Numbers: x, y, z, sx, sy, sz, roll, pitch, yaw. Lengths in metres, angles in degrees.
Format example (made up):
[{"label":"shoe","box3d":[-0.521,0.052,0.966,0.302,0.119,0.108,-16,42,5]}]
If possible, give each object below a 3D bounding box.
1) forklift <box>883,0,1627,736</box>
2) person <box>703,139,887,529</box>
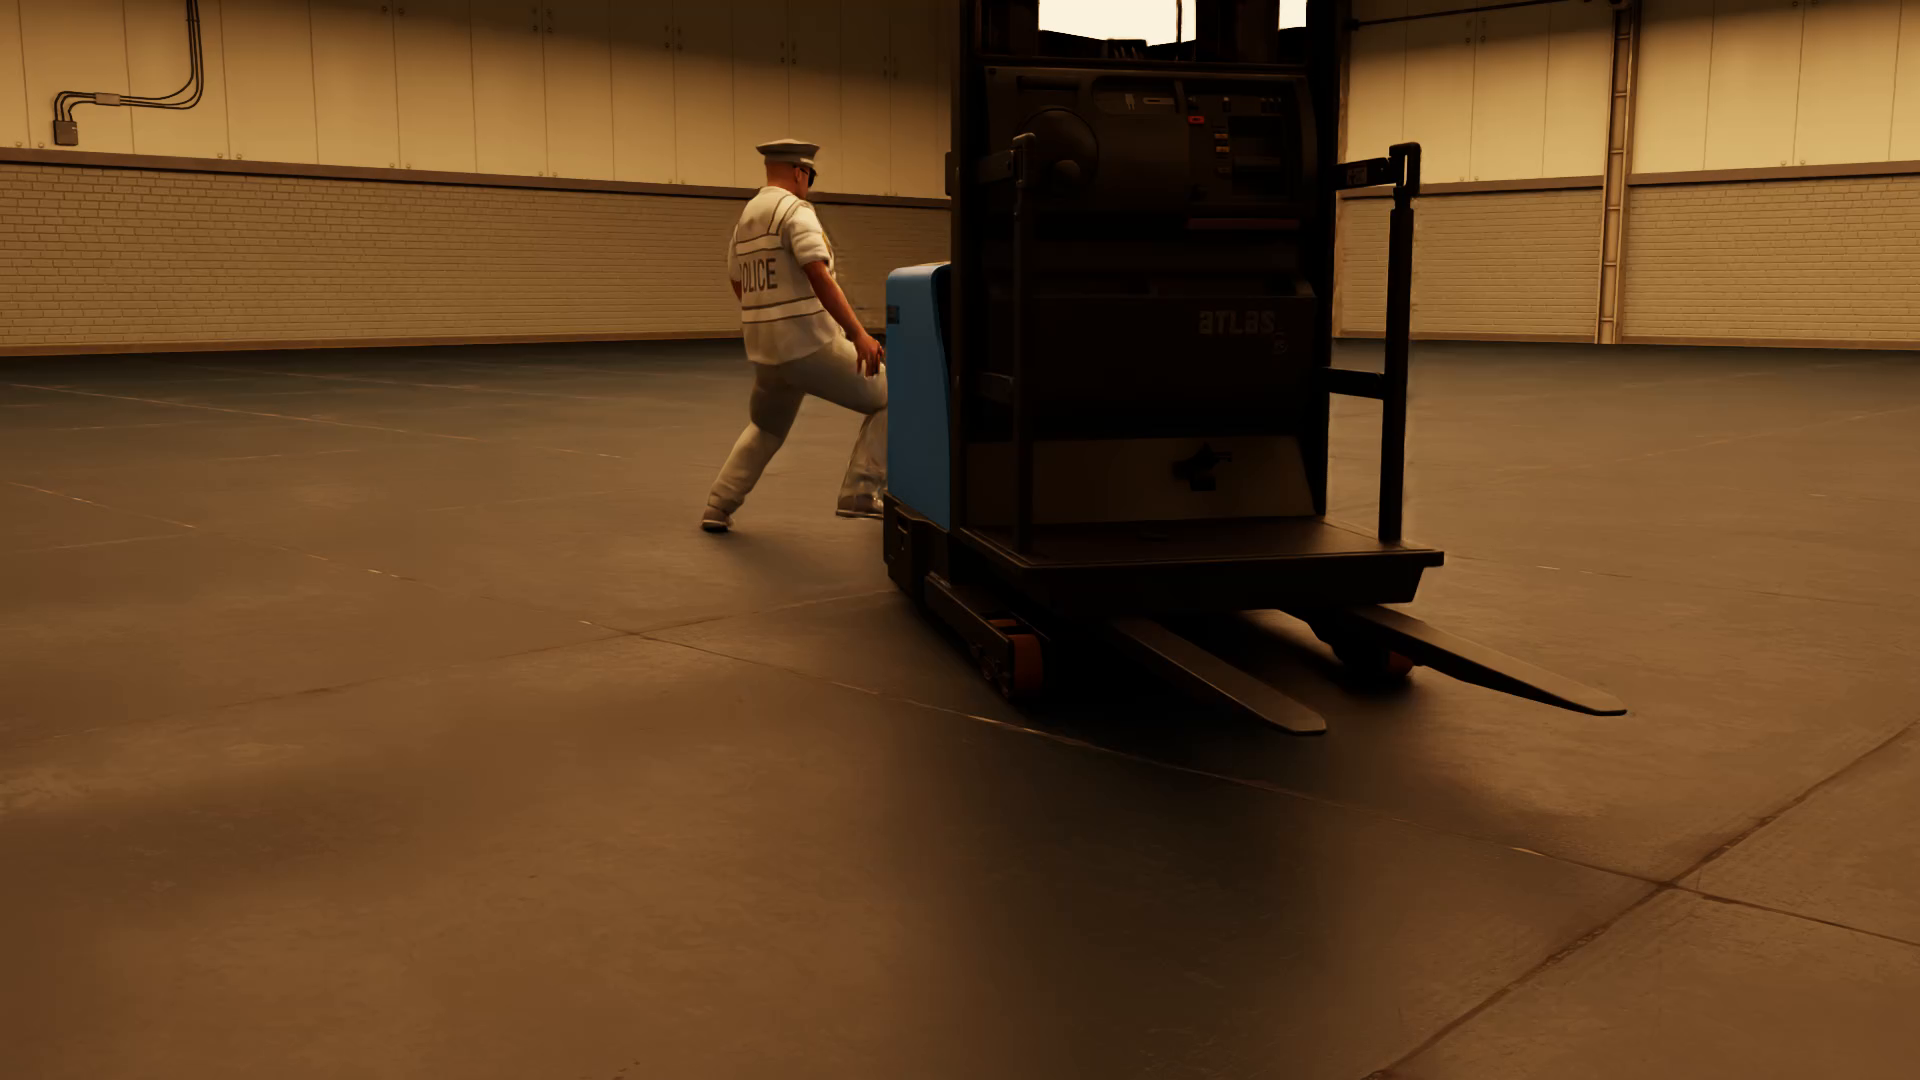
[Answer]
[{"label":"forklift","box3d":[0.572,-1.117,4.294,1.130,2.935,3.031,-2,9,-13]},{"label":"person","box3d":[-0.679,-0.822,6.876,0.671,1.634,0.972,-7,11,-38]}]
